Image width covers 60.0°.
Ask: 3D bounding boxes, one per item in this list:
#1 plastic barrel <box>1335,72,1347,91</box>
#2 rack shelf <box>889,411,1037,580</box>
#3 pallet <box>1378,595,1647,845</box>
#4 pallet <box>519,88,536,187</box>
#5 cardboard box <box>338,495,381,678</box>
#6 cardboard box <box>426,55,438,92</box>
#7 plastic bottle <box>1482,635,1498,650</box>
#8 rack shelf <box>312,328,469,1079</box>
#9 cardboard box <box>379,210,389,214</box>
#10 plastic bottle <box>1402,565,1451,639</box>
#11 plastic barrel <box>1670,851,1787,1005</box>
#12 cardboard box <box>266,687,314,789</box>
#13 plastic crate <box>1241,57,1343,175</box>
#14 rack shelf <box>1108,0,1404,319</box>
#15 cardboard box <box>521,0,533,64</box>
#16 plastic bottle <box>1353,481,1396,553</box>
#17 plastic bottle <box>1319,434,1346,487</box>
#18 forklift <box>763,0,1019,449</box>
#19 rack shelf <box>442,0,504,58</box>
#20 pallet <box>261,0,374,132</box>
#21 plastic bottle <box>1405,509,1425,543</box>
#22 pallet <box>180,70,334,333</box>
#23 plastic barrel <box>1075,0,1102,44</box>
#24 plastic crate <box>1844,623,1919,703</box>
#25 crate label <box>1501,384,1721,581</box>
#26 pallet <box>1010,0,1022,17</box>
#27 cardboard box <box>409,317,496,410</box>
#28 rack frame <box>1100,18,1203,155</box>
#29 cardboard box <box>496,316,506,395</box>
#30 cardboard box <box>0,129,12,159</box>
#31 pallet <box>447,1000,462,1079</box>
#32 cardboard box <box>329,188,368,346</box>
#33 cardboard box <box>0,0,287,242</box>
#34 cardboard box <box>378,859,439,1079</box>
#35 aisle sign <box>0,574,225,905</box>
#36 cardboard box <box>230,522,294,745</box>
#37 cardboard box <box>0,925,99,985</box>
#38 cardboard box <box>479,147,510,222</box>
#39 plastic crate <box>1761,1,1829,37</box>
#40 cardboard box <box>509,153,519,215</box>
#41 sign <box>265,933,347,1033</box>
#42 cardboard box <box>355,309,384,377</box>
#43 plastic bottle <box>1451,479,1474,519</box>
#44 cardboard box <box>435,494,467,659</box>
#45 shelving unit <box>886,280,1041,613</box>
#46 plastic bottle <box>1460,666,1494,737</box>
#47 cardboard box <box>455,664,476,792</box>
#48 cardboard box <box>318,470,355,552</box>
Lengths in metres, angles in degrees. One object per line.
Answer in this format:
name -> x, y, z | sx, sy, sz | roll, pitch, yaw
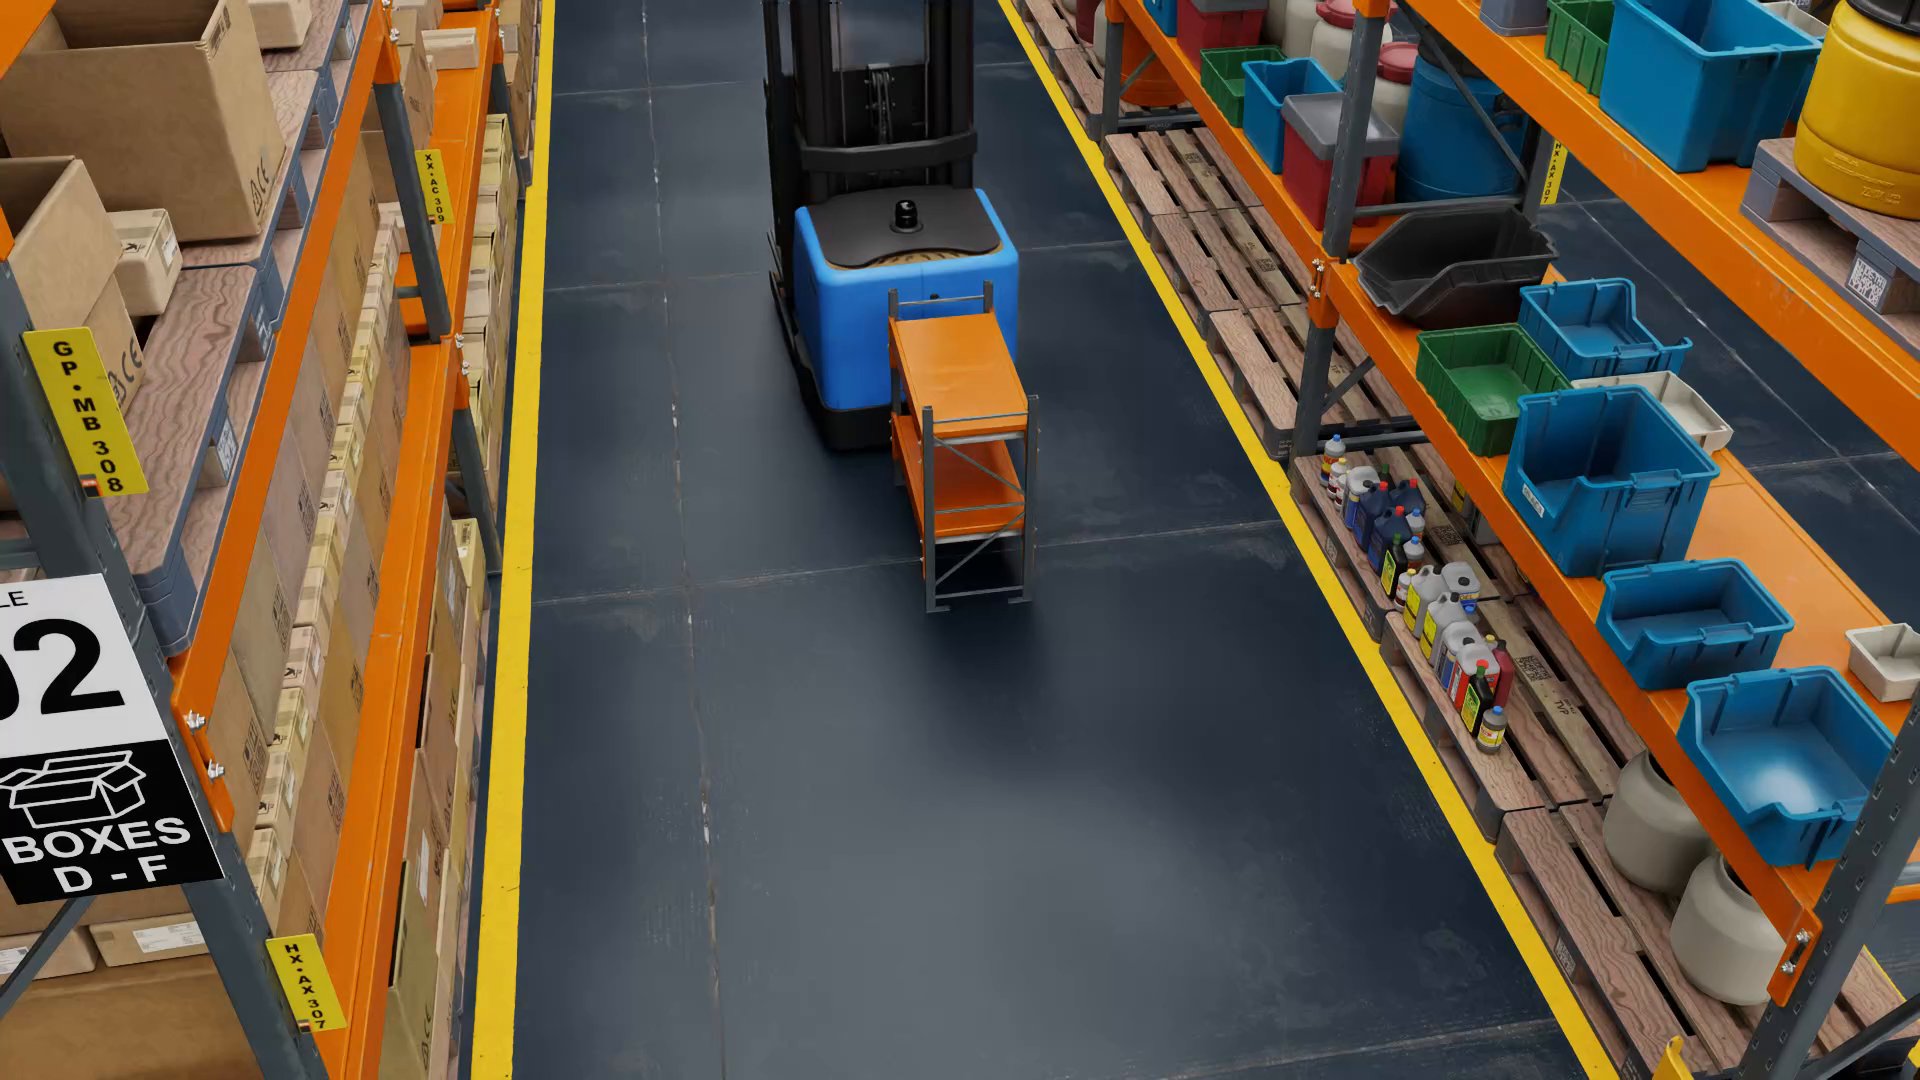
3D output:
plastic barrel -> 2.107, -2.297, 8.774 | 0.301, 0.262, 0.301 | 0, 38, 0
rack shelf -> -0.001, -0.255, 7.960 | 0.538, 0.278, 1.000 | -6, 38, -8
pallet -> 2.482, 0.714, 7.059 | 1.003, 0.211, 1.213 | -6, 38, -8
pallet -> -3.484, -2.775, 11.550 | 1.003, 0.211, 1.213 | -6, 38, -8
cardboard box -> -2.332, 0.153, 5.426 | 0.700, 0.500, 0.500 | -5, 38, -7
cardboard box -> -3.112, -2.558, 9.202 | 0.380, 0.149, 0.250 | -4, 38, -5
plastic bottle -> 2.213, 0.486, 7.002 | 0.097, 0.201, 0.097 | 0, 38, 0
rack shelf -> -2.339, 0.487, 5.664 | 1.077, 0.370, 4.000 | -6, 38, -8
cardboard box -> -2.819, -1.238, 7.421 | 0.500, 0.250, 0.500 | -4, 38, -5
plastic bottle -> 2.028, 0.240, 7.197 | 0.144, 0.351, 0.185 | -7, 38, -8
plastic barrel -> 2.698, 1.308, 5.707 | 0.421, 0.512, 0.421 | 0, 38, 0
cardboard box -> -1.936, 0.545, 4.393 | 0.380, 0.149, 0.250 | -6, 38, -8
plastic crate -> 1.688, -2.162, 8.501 | 0.392, 0.384, 0.575 | -6, 38, -8
rack shelf -> 1.837, -2.459, 9.457 | 1.077, 0.370, 4.000 | -6, 38, -8
cardboard box -> -3.466, -3.847, 12.336 | 0.500, 0.500, 0.500 | -7, 38, -9
plastic bottle -> 1.921, -0.131, 7.674 | 0.144, 0.351, 0.185 | -5, 38, -7
plastic bottle -> 1.812, -0.392, 8.075 | 0.097, 0.271, 0.097 | 0, 38, 0
forklift -> -0.524, -2.535, 9.023 | 1.130, 2.935, 3.031 | -8, 39, -10
rack shelf -> -3.741, -4.345, 11.884 | 1.077, 0.370, 4.000 | -6, 38, -8
pallet -> -2.515, -1.642, 5.446 | 1.003, 0.211, 1.213 | -6, 38, -8
plastic bottle -> 2.065, -0.025, 7.603 | 0.097, 0.271, 0.097 | 0, 38, 0
pallet -> -2.304, -0.907, 4.499 | 1.003, 0.211, 1.213 | -6, 38, -8
plastic barrel -> 1.186, -4.141, 12.658 | 0.600, 0.588, 0.708 | -6, 38, -8
plastic crate -> 3.049, 0.409, 5.393 | 0.298, 0.136, 0.250 | -6, 38, -8
crate label -> 2.300, -0.216, 5.954 | 0.502, 0.435, 0.616 | -6, 38, -8
pallet -> 0.879, -4.796, 14.151 | 1.003, 0.211, 1.213 | -6, 38, -8
cardboard box -> -2.599, -0.886, 8.287 | 0.500, 0.311, 0.500 | -7, 38, -8
rack frame -> 1.486, -3.952, 10.791 | 1.000, 3.000, 0.127 | -6, 38, -8
cardboard box -> -2.698, -0.977, 8.861 | 0.500, 0.250, 0.500 | -7, 38, -9
cardboard box -> -2.547, -0.963, 4.115 | 0.500, 0.311, 0.500 | -2, 38, -3
pallet -> -2.164, 2.055, 5.333 | 1.003, 0.211, 1.213 | -6, 38, -8
cardboard box -> -2.516, -0.984, 5.833 | 0.700, 0.500, 0.500 | -6, 38, -8
cardboard box -> -2.010, -1.067, 4.095 | 0.500, 0.500, 0.500 | -6, 38, -8
cardboard box -> -1.953, 1.385, 5.210 | 0.500, 0.500, 0.500 | -6, 38, -8
aisle sign -> -1.675, 0.391, 3.083 | 0.394, 0.787, 0.004 | -6, 38, -8
cardboard box -> -2.164, 0.227, 4.274 | 0.700, 0.500, 0.500 | -7, 38, -9
cardboard box -> -2.243, 0.905, 3.930 | 0.380, 0.149, 0.250 | -7, 38, -9
cardboard box -> -2.959, -2.119, 9.875 | 0.500, 0.311, 0.500 | -7, 38, -9
plastic crate -> 2.867, -1.690, 5.650 | 0.243, 0.136, 0.396 | -6, 38, -8
cardboard box -> -3.058, -2.210, 10.448 | 0.500, 0.250, 0.500 | -5, 38, -7
sign -> -1.441, 0.982, 3.671 | 0.100, 0.325, 0.005 | -6, 38, -8
cardboard box -> -2.294, -0.694, 5.987 | 0.380, 0.149, 0.250 | -6, 38, -8
plastic bottle -> 2.442, -0.290, 7.878 | 0.144, 0.351, 0.185 | -6, 38, -8
cardboard box -> -2.317, 0.179, 6.763 | 0.500, 0.500, 0.500 | -6, 38, -8
shelving unit -> -0.001, -0.448, 7.810 | 0.538, 1.125, 1.048 | -6, 38, -8
plastic bottle -> 2.097, 0.649, 6.726 | 0.061, 0.283, 0.133 | -5, 38, -7
cardboard box -> -2.213, 0.775, 6.606 | 0.500, 0.250, 0.500 | -6, 38, -8
cardboard box -> -2.114, -0.073, 5.189 | 0.380, 0.149, 0.250 | -6, 38, -8
